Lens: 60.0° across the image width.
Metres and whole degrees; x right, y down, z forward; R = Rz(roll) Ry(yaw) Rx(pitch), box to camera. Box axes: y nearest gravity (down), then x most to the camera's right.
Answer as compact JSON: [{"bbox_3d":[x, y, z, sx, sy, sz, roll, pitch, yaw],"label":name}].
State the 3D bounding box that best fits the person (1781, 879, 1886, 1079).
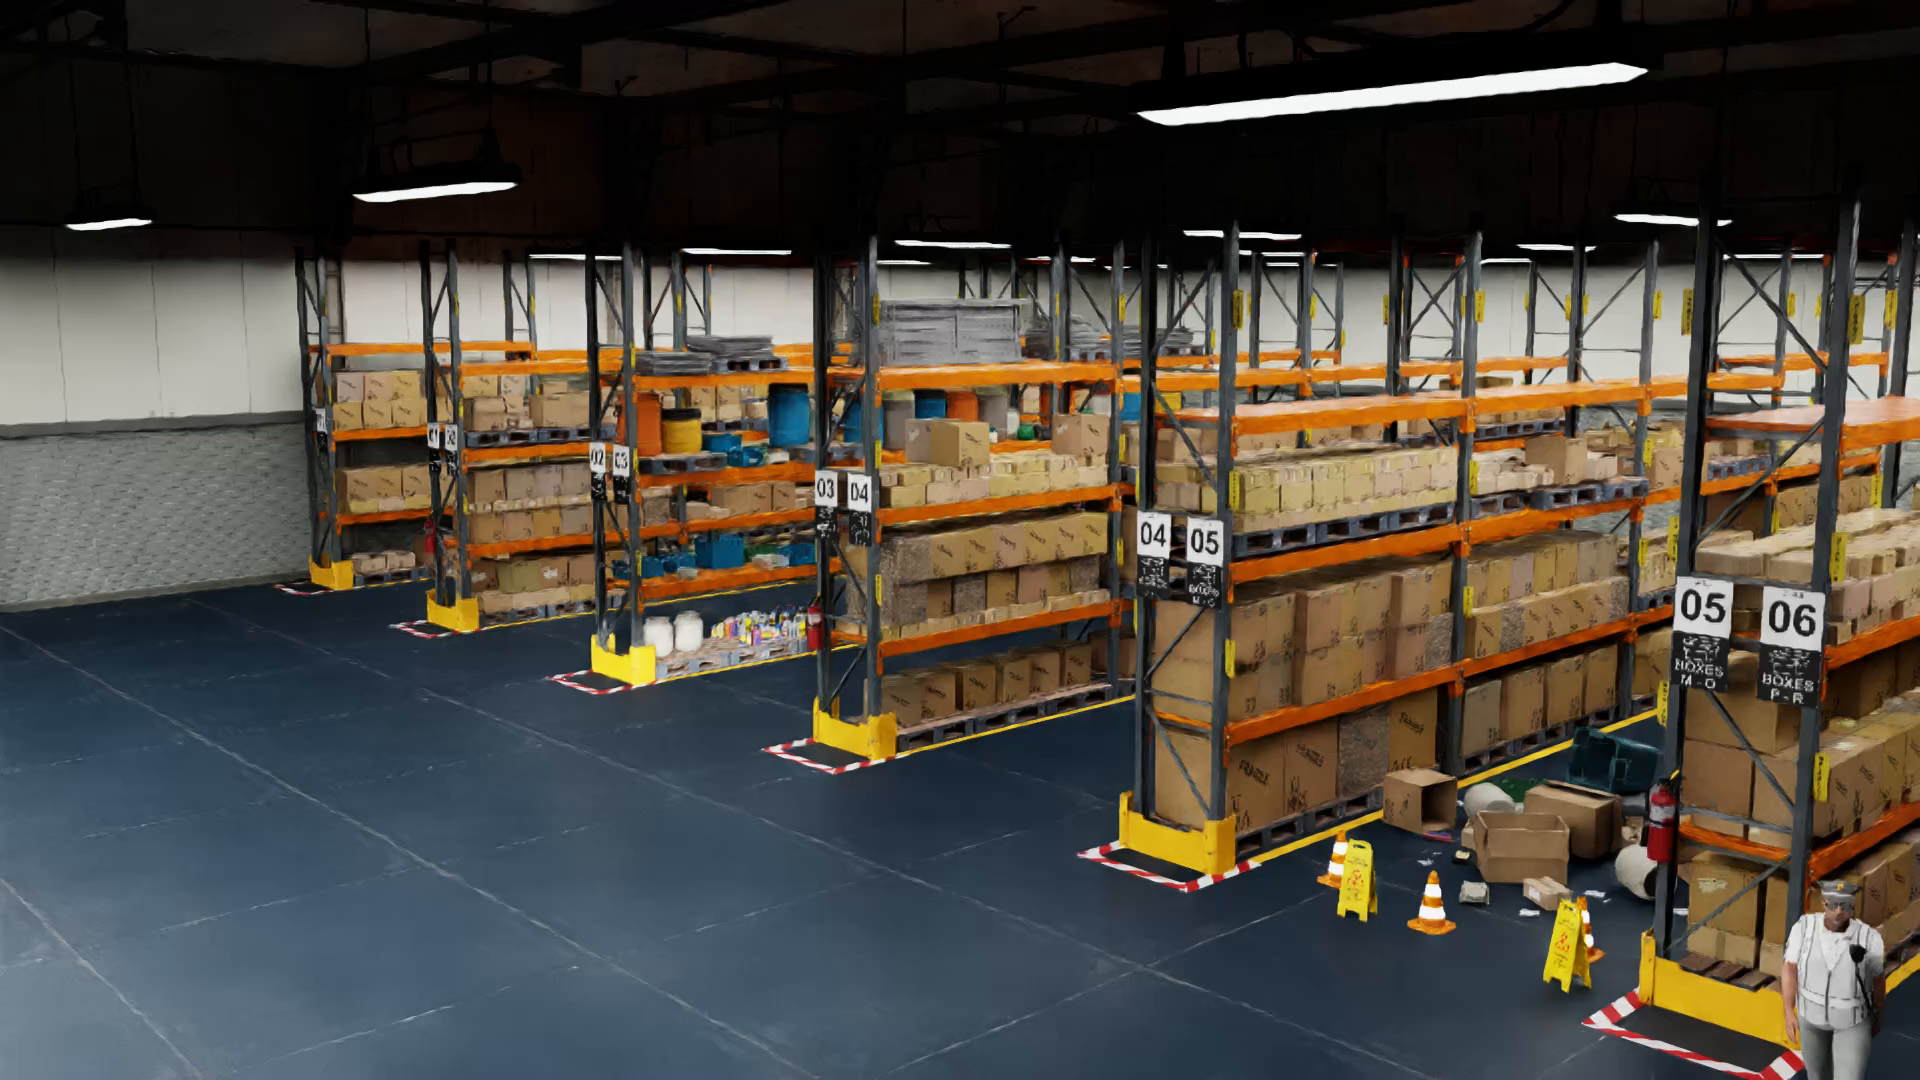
[{"bbox_3d":[5.259,2.843,10.059,0.536,1.698,1.036,7,11,39],"label":"person"}]
